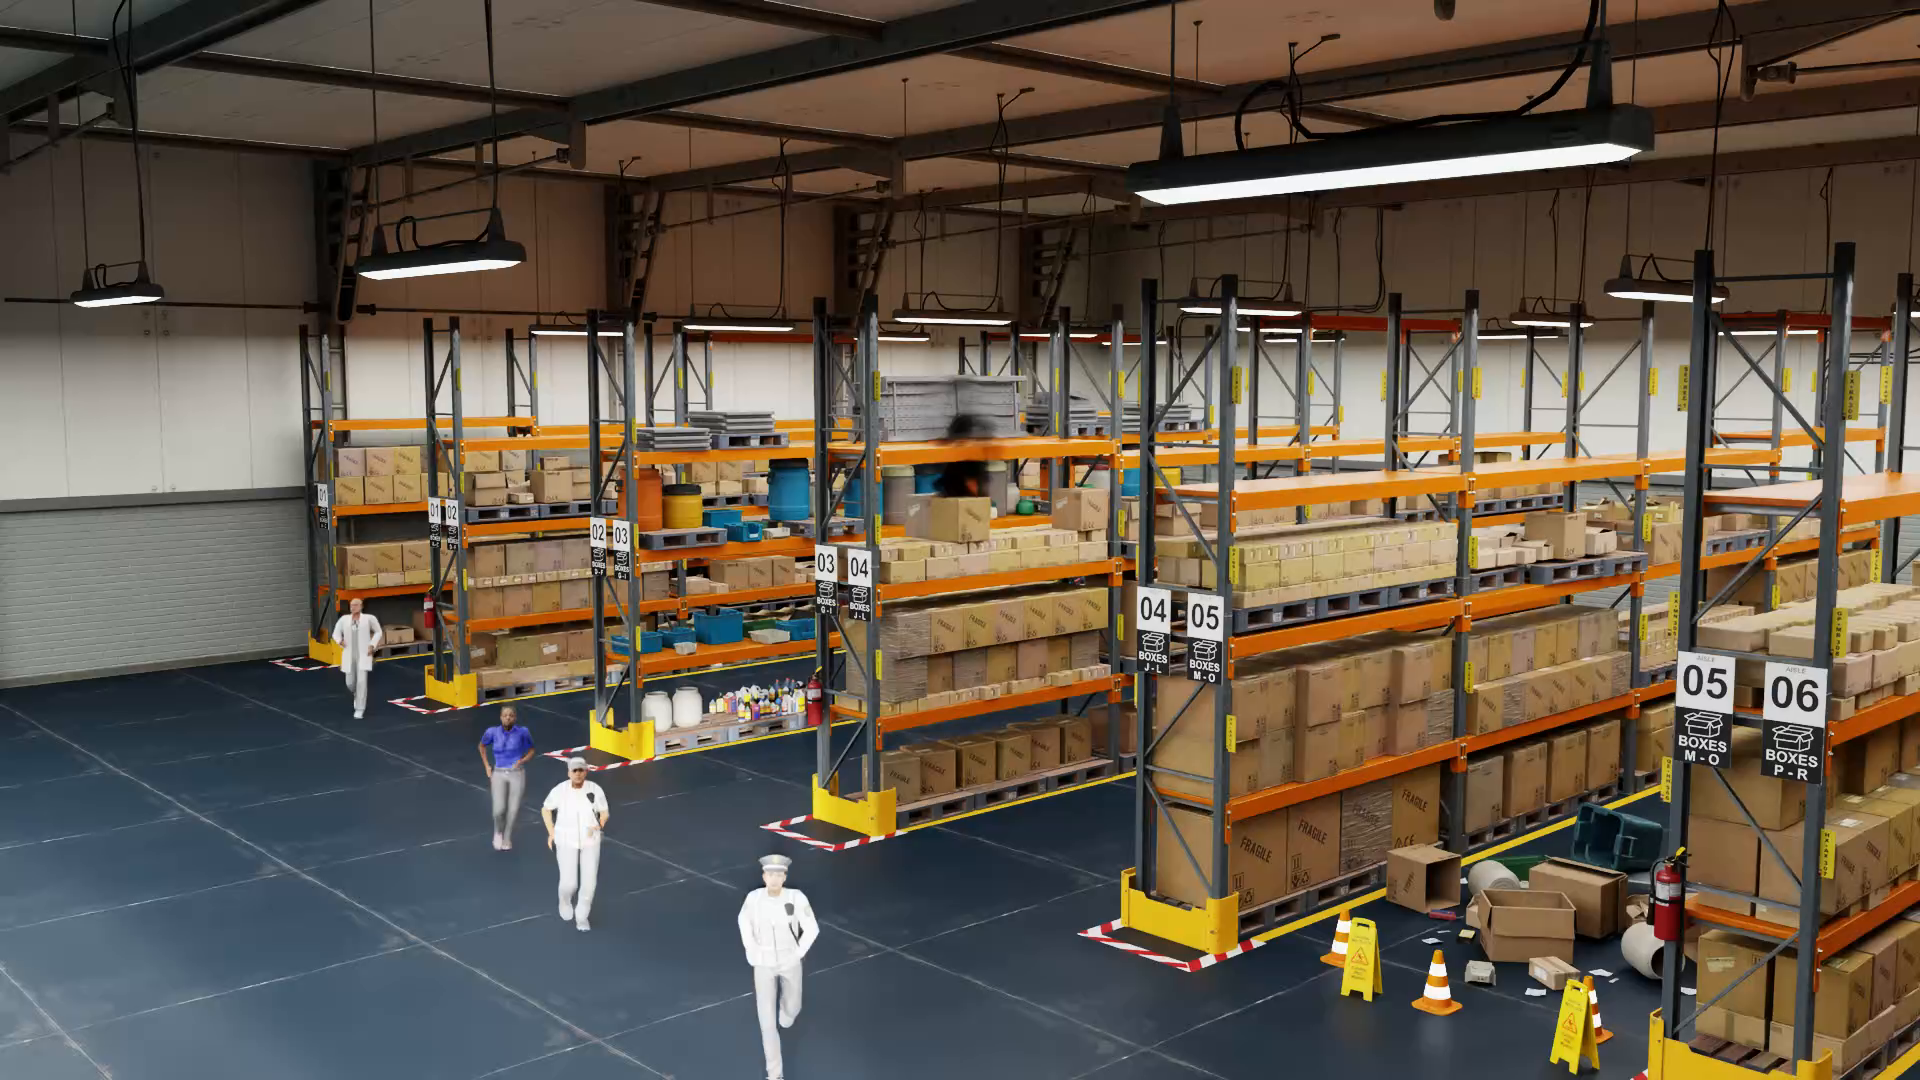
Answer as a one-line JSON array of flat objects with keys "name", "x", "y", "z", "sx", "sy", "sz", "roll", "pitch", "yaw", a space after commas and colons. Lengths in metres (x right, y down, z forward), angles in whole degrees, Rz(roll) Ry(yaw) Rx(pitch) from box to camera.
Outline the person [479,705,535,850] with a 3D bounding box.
[{"name": "person", "x": -4.841, "y": 2.560, "z": 17.815, "sx": 0.573, "sy": 1.602, "sz": 0.639, "roll": -2, "pitch": 6, "yaw": -18}]

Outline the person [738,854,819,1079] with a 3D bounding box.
[{"name": "person", "x": -1.335, "y": 3.122, "z": 12.247, "sx": 0.591, "sy": 1.695, "sz": 1.011, "roll": -1, "pitch": 6, "yaw": -7}]

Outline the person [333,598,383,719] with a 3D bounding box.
[{"name": "person", "x": -9.103, "y": 1.766, "z": 25.092, "sx": 0.707, "sy": 1.781, "sz": 0.736, "roll": -1, "pitch": 6, "yaw": -6}]

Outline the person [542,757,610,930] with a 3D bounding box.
[{"name": "person", "x": -3.523, "y": 2.812, "z": 15.336, "sx": 0.599, "sy": 1.625, "sz": 0.535, "roll": -2, "pitch": 6, "yaw": -19}]
